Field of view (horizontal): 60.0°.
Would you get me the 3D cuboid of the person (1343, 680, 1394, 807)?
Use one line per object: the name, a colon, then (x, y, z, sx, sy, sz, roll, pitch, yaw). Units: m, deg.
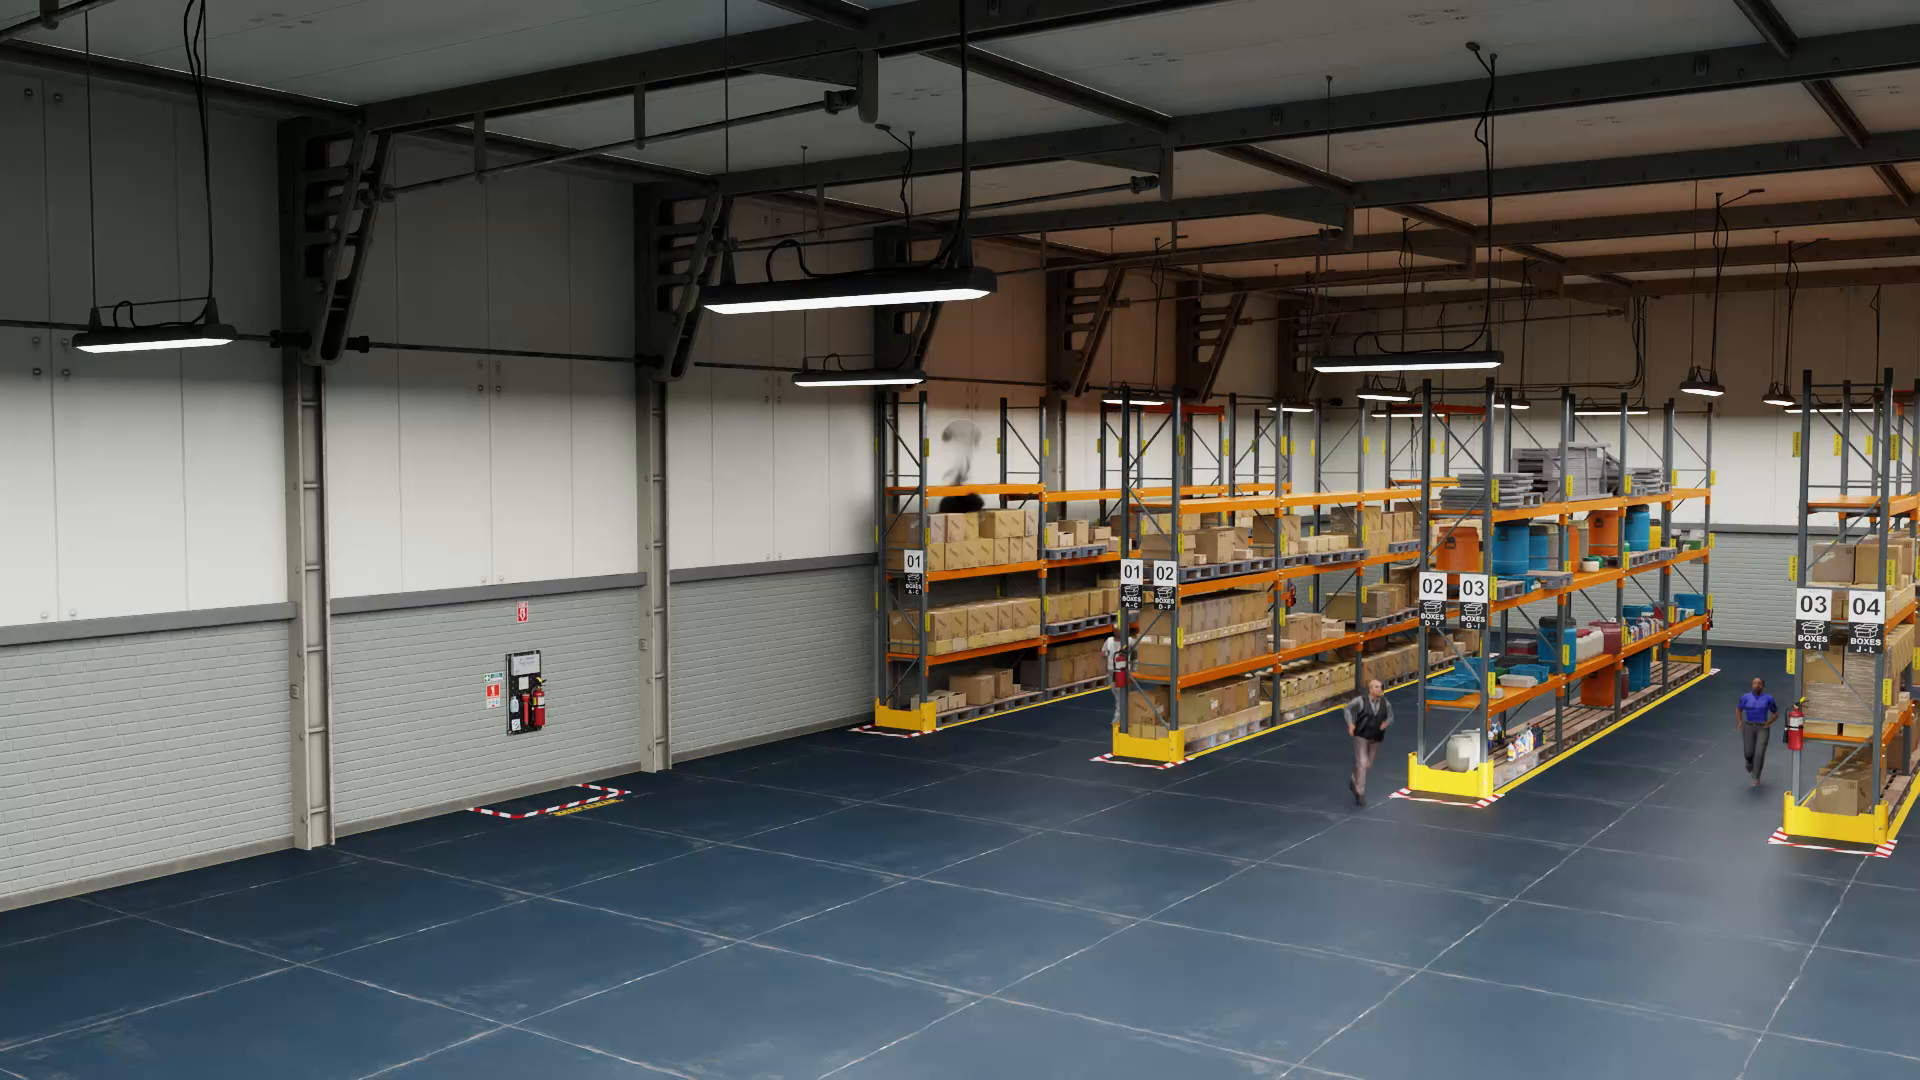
person: (5.826, 2.842, 23.633, 0.679, 1.723, 0.906, 0, 3, -8)

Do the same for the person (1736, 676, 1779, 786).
person: (11.862, 2.834, 24.758, 0.576, 1.617, 0.558, 2, 4, 28)

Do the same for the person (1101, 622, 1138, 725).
person: (2.904, 2.409, 30.373, 0.669, 1.828, 0.858, 2, 4, 31)
